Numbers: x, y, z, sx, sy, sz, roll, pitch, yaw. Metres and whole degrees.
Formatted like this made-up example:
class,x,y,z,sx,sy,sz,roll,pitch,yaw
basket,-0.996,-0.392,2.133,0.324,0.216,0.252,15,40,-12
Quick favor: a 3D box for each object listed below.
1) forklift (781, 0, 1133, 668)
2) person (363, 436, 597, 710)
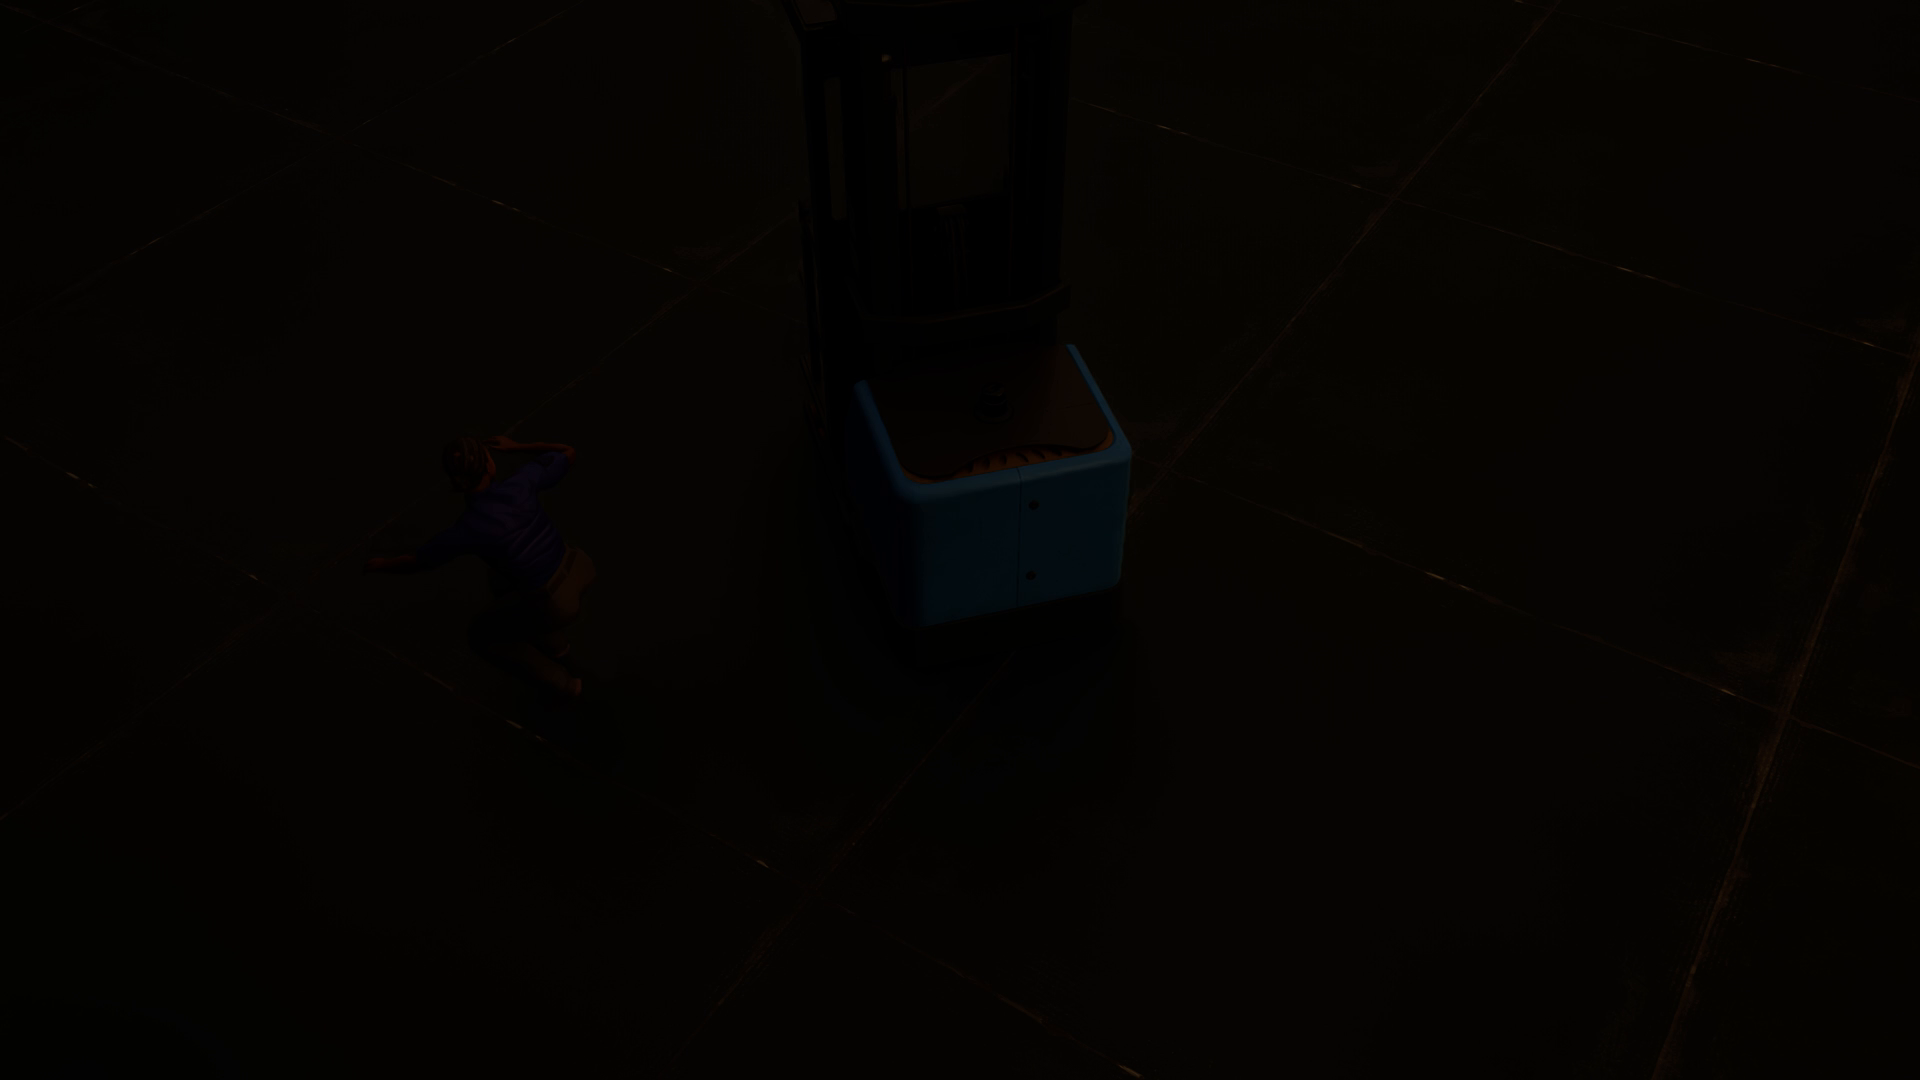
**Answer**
class,x,y,z,sx,sy,sz,roll,pitch,yaw
forklift,-0.167,-1.535,7.468,1.130,2.935,3.031,-11,45,-12
person,-1.944,0.067,6.913,0.909,1.381,0.705,15,46,16
